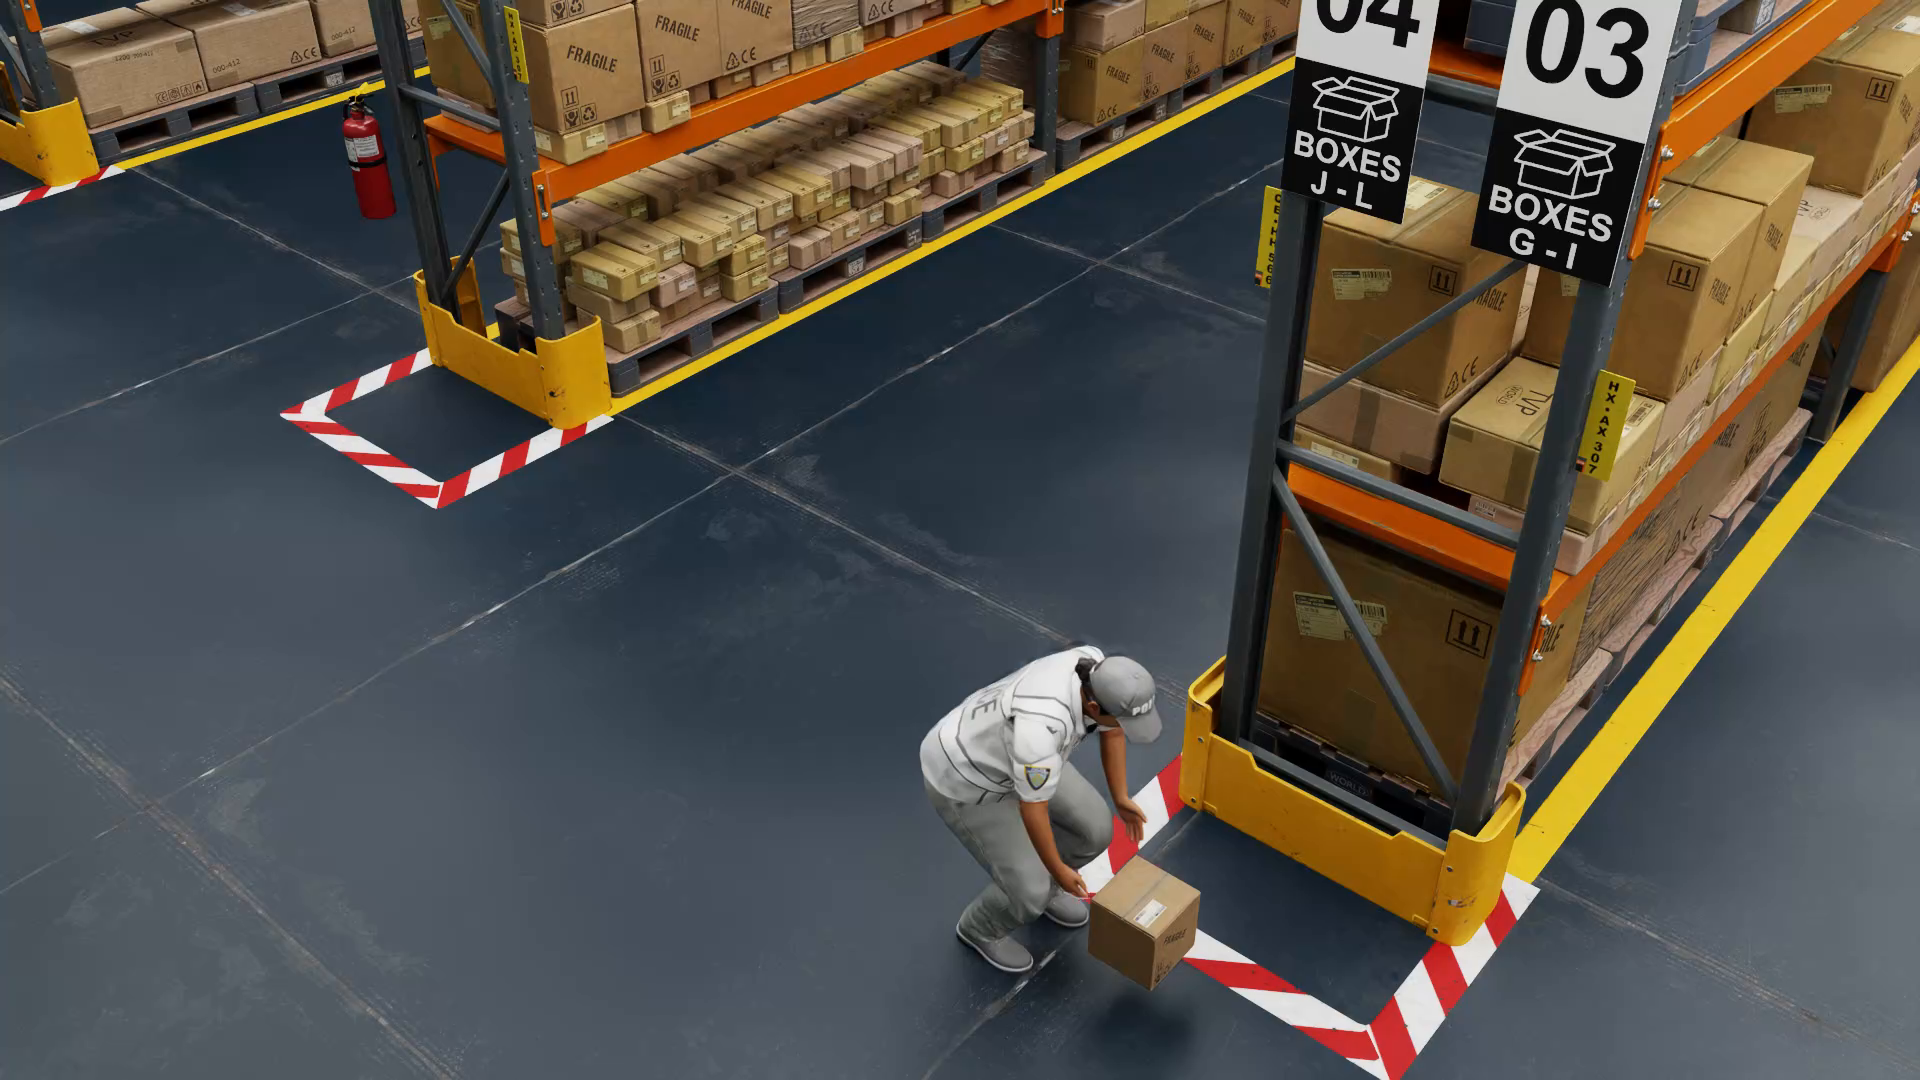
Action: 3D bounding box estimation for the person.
[{"bbox_3d":[0.280,0.876,5.370,0.822,1.133,0.538,24,42,30],"label":"person"}]
